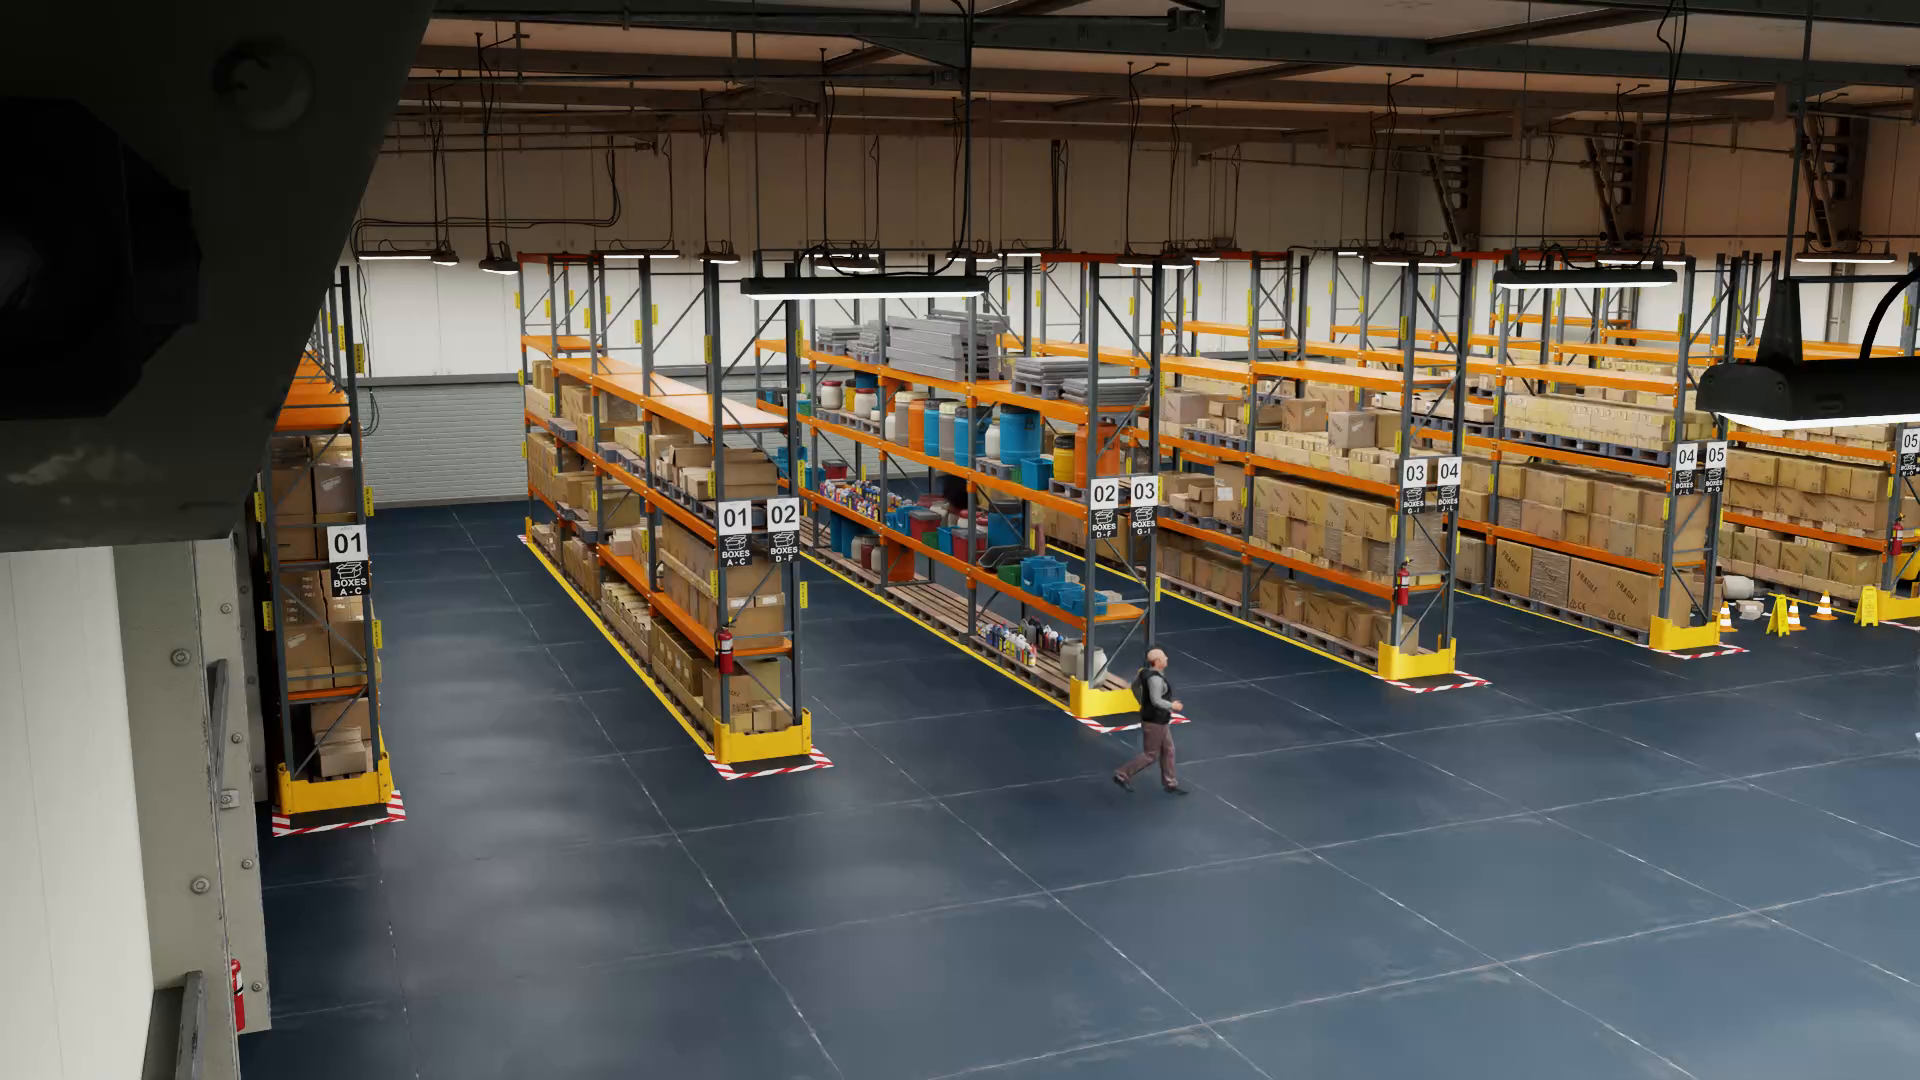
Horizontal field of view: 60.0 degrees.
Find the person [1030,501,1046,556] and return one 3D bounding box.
[{"bbox_3d":[1.360,-0.294,30.348,0.578,1.669,0.858,-7,12,-33],"label":"person"}]

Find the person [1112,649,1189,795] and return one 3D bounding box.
[{"bbox_3d":[2.184,2.083,18.878,0.898,1.730,0.656,0,10,1],"label":"person"}]
